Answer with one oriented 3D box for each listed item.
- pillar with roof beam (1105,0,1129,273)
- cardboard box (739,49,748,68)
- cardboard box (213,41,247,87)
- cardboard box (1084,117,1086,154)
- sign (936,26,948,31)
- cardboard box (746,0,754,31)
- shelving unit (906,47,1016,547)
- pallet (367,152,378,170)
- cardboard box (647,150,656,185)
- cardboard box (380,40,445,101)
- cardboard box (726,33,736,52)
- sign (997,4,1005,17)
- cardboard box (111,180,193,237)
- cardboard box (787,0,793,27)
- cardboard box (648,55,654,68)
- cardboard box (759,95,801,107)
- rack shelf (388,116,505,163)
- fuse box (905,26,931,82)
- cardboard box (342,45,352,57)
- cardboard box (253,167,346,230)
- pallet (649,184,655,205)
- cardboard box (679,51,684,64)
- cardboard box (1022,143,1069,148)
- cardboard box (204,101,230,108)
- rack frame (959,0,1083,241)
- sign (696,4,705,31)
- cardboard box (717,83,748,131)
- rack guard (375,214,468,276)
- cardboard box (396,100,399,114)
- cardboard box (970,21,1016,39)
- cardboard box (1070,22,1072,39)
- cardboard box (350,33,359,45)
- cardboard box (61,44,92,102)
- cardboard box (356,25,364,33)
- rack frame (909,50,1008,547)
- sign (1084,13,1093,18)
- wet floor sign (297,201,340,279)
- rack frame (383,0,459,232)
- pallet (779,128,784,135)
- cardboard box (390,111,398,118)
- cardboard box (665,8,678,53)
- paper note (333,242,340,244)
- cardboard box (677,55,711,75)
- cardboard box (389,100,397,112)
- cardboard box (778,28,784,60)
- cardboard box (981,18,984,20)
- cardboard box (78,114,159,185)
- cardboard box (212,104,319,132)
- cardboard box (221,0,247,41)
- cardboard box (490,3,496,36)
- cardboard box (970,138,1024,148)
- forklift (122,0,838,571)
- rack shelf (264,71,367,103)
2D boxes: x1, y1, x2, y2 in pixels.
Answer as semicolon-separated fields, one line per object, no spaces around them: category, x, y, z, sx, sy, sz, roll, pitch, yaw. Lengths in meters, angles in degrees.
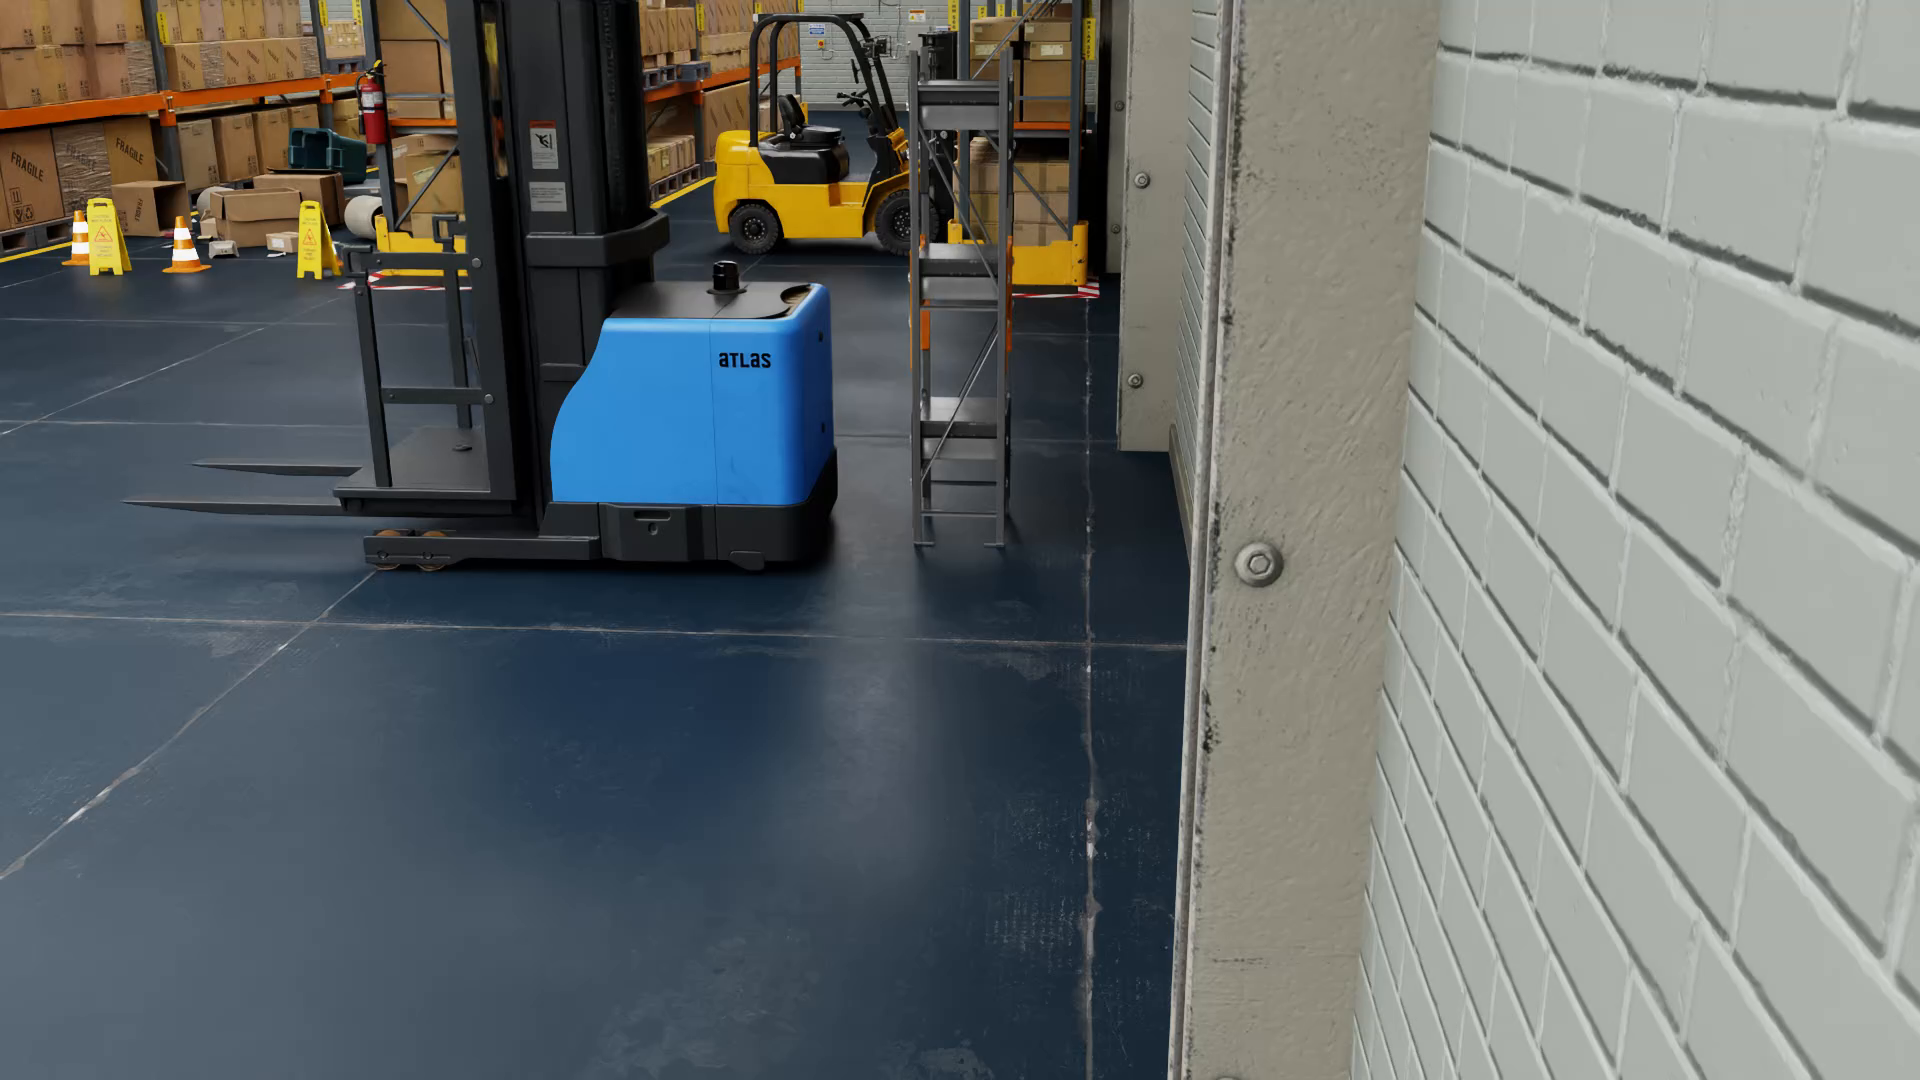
pillar with roof beam;-2.853;-6.772;13.640;9.100;9.000;0.400;1;18;4
cardboard box;-3.417;-7.092;24.489;0.500;0.250;0.500;1;18;3
cardboard box;-8.737;-5.577;19.466;0.500;0.500;0.500;1;18;4
cardboard box;1.468;-5.566;22.933;0.500;0.500;0.500;2;18;7
sign;-0.339;-10.376;34.424;0.329;0.494;0.001;1;18;4
cardboard box;-3.380;-7.844;24.779;0.500;0.500;0.500;2;18;6
shelving unit;0.012;-1.049;7.253;0.431;2.100;0.503;1;18;4
pallet;-8.773;-5.220;23.015;1.003;0.211;1.213;1;18;4
cardboard box;-4.089;-4.318;19.331;0.950;0.372;0.625;2;18;7
cardboard box;-4.695;-4.103;14.488;0.500;0.500;0.500;1;18;3
cardboard box;-3.467;-7.014;23.449;0.500;0.250;0.500;2;18;5
sign;0.524;-6.636;21.125;0.100;0.325;0.005;1;18;4
cardboard box;-8.205;-3.369;16.897;0.500;0.500;0.500;4;19;13
cardboard box;-3.117;-8.913;28.040;0.500;0.500;0.500;1;18;4
cardboard box;-3.767;-5.549;19.269;0.380;0.149;0.250;1;18;4
cardboard box;-3.260;-7.483;28.883;0.875;0.438;0.875;1;18;2
rack shelf;-4.316;-4.018;16.024;1.077;0.370;4.000;1;18;4
fuse box;-0.846;-9.756;34.447;0.539;1.711;0.414;1;18;4
cardboard box;-8.558;-6.684;22.735;0.380;0.149;0.250;2;18;7
cardboard box;-6.800;-3.510;17.108;0.797;0.637;0.503;1;18;4
pallet;-4.118;-3.898;18.980;1.003;0.211;1.213;1;18;4
cardboard box;-3.621;-5.955;20.507;0.380;0.149;0.250;0;18;1
cardboard box;0.838;-3.612;15.764;0.500;0.250;0.500;1;18;3
cardboard box;-13.228;-7.636;28.648;0.875;0.875;0.875;1;18;4
rack frame;0.492;-3.629;13.682;1.000;3.000;0.127;1;18;4
sign;-3.344;-6.727;21.403;0.100;0.325;0.005;1;18;4
cardboard box;-3.620;-6.181;24.206;0.875;0.875;0.875;2;18;6
rack guard;-4.454;-2.575;14.478;1.175;0.500;0.348;1;18;4
cardboard box;-4.738;-3.822;14.672;0.380;0.149;0.250;1;18;3
cardboard box;0.286;-4.402;14.359;0.380;0.149;0.250;2;18;5
cardboard box;0.811;-4.307;14.071;0.380;0.149;0.250;2;18;6
cardboard box;-8.544;-6.915;22.962;0.380;0.149;0.250;1;18;4
cardboard box;-9.304;-4.680;16.649;0.875;0.550;0.550;1;18;4
cardboard box;-8.528;-7.131;23.141;0.380;0.149;0.250;2;18;6
rack frame;-0.006;-0.973;7.022;0.400;2.100;0.015;1;18;4
sign;1.333;-5.309;17.290;0.100;0.325;0.005;1;18;4
wet floor sign;-5.540;-2.585;14.276;0.267;0.644;0.232;8;20;23
rack frame;-4.456;-3.739;14.016;0.949;2.616;0.053;1;18;4
pallet;-3.381;-6.755;27.700;1.003;0.211;1.213;1;18;4
cardboard box;-8.423;-6.003;24.265;0.500;0.500;0.500;1;18;3
cardboard box;-3.702;-6.147;20.053;0.500;0.500;0.500;0;18;0
paper note;-6.166;-2.921;16.307;0.148;0.019;0.142;8;20;23
cardboard box;-3.600;-6.299;22.069;0.500;0.250;0.500;1;18;3
cardboard box;-8.418;-6.352;24.128;0.500;0.250;0.500;0;18;1
cardboard box;-3.185;-8.124;27.238;0.500;0.500;0.500;2;18;6
cardboard box;0.401;-5.036;16.295;0.380;0.149;0.250;2;18;5
cardboard box;-9.232;-4.057;17.723;0.875;0.875;0.875;2;18;5
cardboard box;-8.963;-5.246;21.555;1.050;0.750;0.750;1;18;3
cardboard box;-8.978;-6.211;19.794;0.700;0.500;0.500;1;18;3
cardboard box;-4.662;-4.884;15.268;0.700;0.500;0.500;1;18;3
cardboard box;0.360;-3.783;16.287;0.500;0.250;0.500;2;18;6
forklift;-2.112;-1.424;7.061;3.031;2.935;1.130;1;18;3
rack shelf;-8.687;-6.582;23.848;1.077;0.370;4.000;1;18;4
